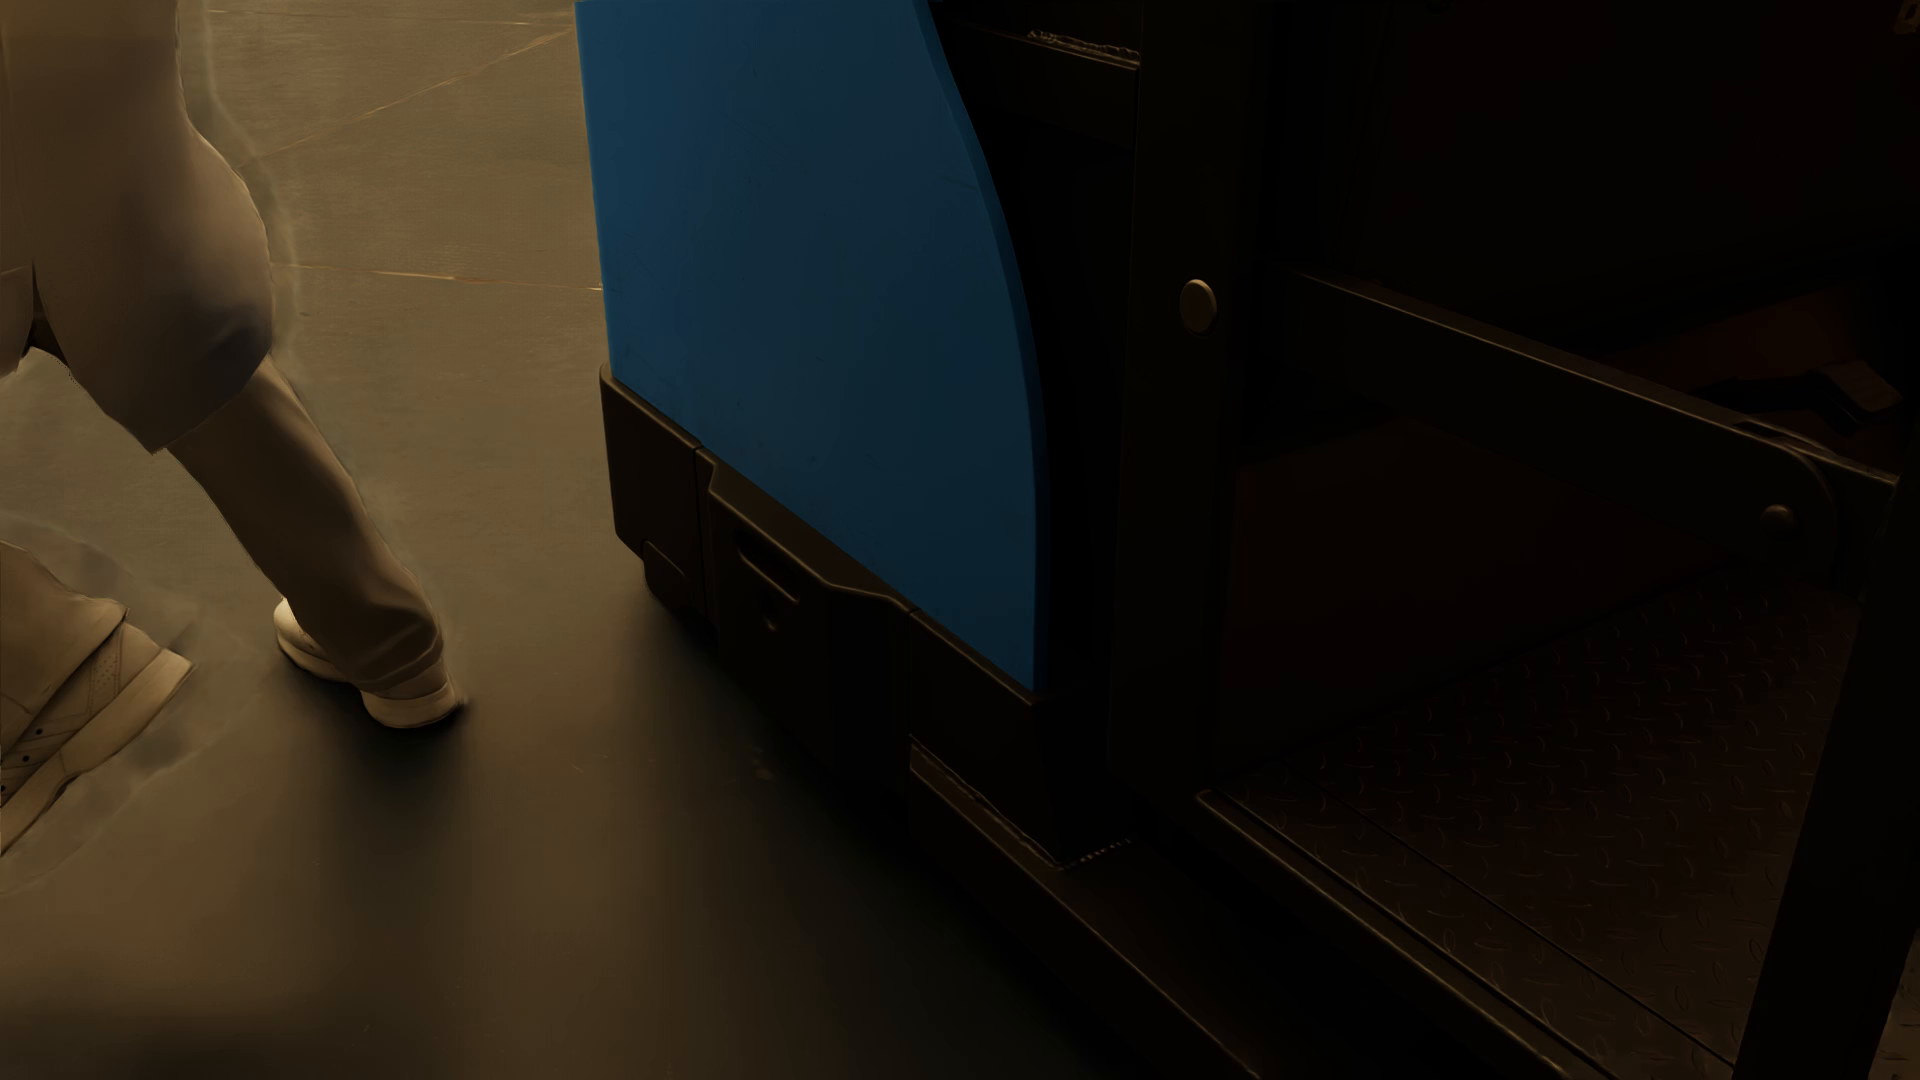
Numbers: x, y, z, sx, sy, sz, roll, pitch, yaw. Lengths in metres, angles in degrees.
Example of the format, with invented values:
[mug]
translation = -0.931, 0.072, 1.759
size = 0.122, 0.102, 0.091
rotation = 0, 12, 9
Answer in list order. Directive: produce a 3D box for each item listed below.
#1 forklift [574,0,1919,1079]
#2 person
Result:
[forklift]
translation = 0.744, -0.847, 0.926
size = 1.130, 2.935, 3.031
rotation = -17, 31, -30
[person]
translation = -0.950, -0.386, 1.505
size = 0.768, 1.586, 0.871
rotation = 19, 32, 33
